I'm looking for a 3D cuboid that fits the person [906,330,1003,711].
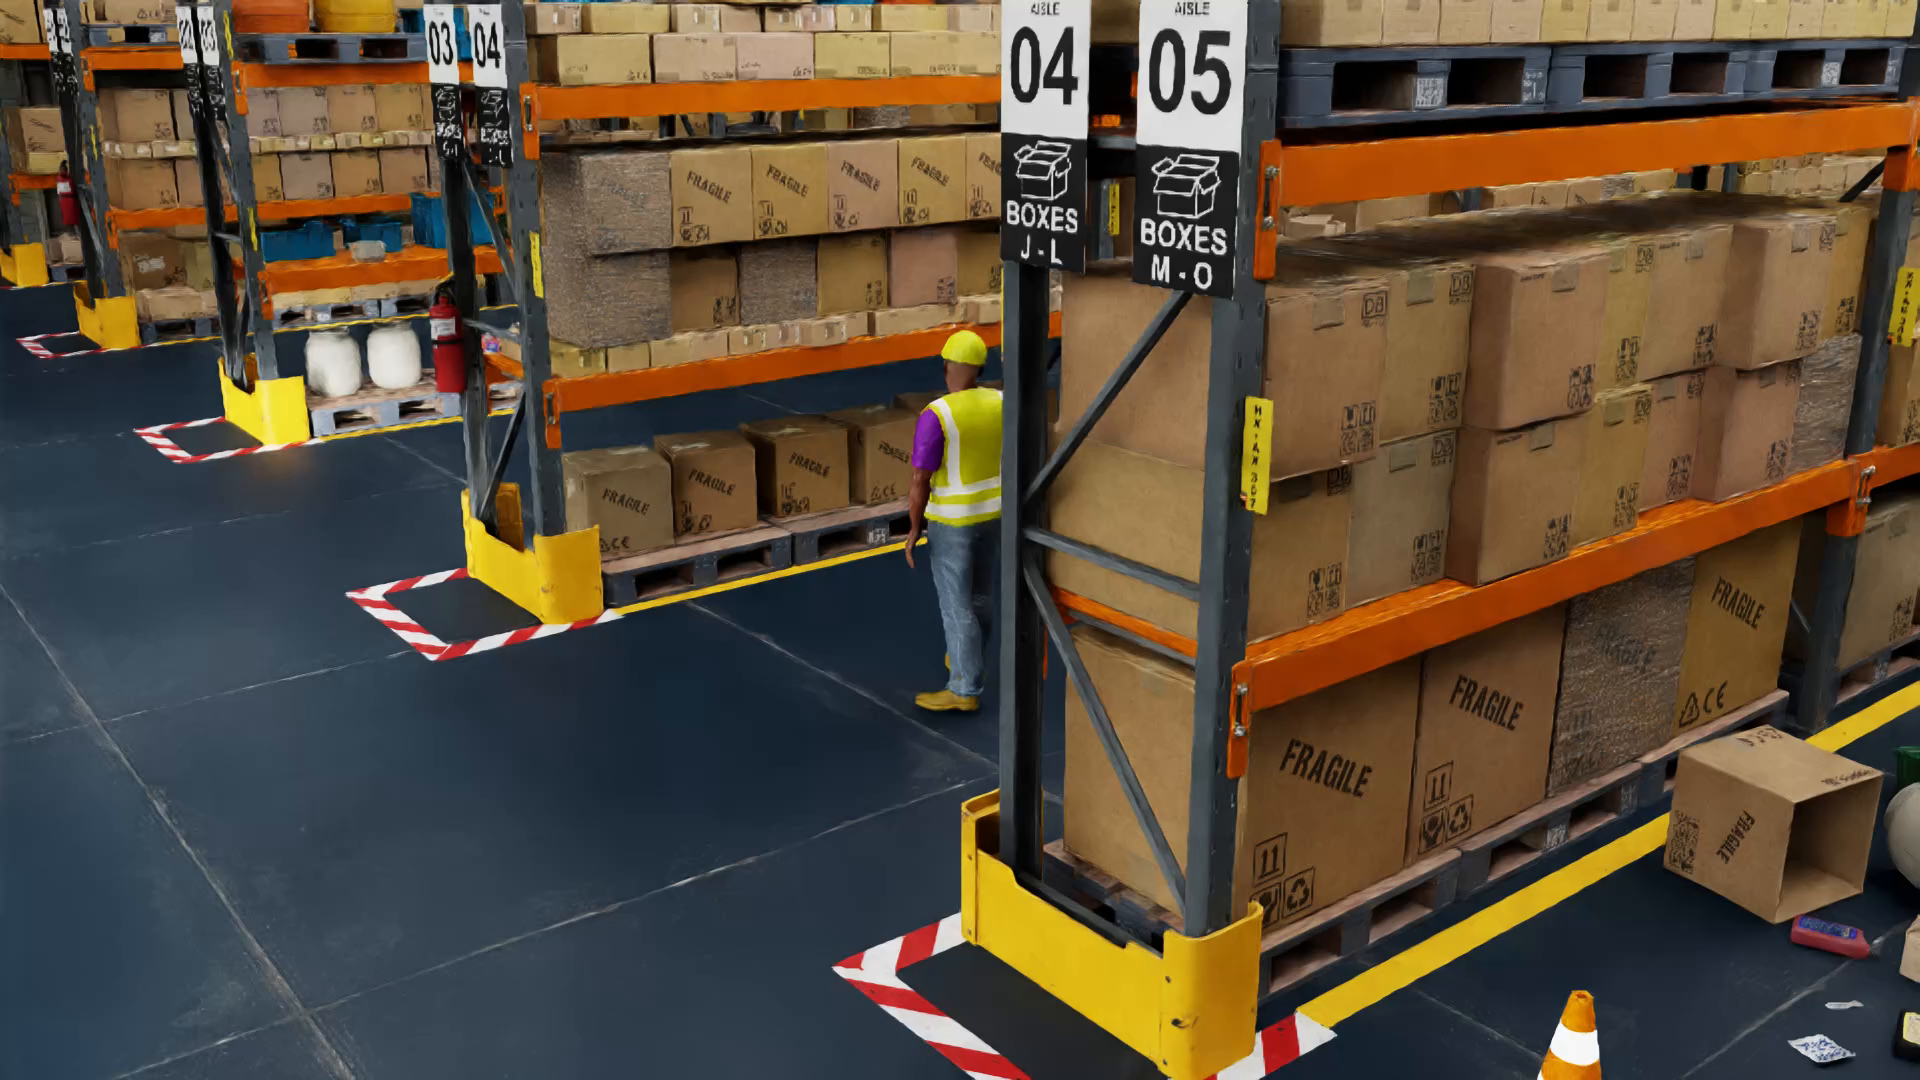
[{"bbox_3d":[0.025,-0.122,7.857,0.738,1.768,0.580,-13,22,-36],"label":"person"}]
